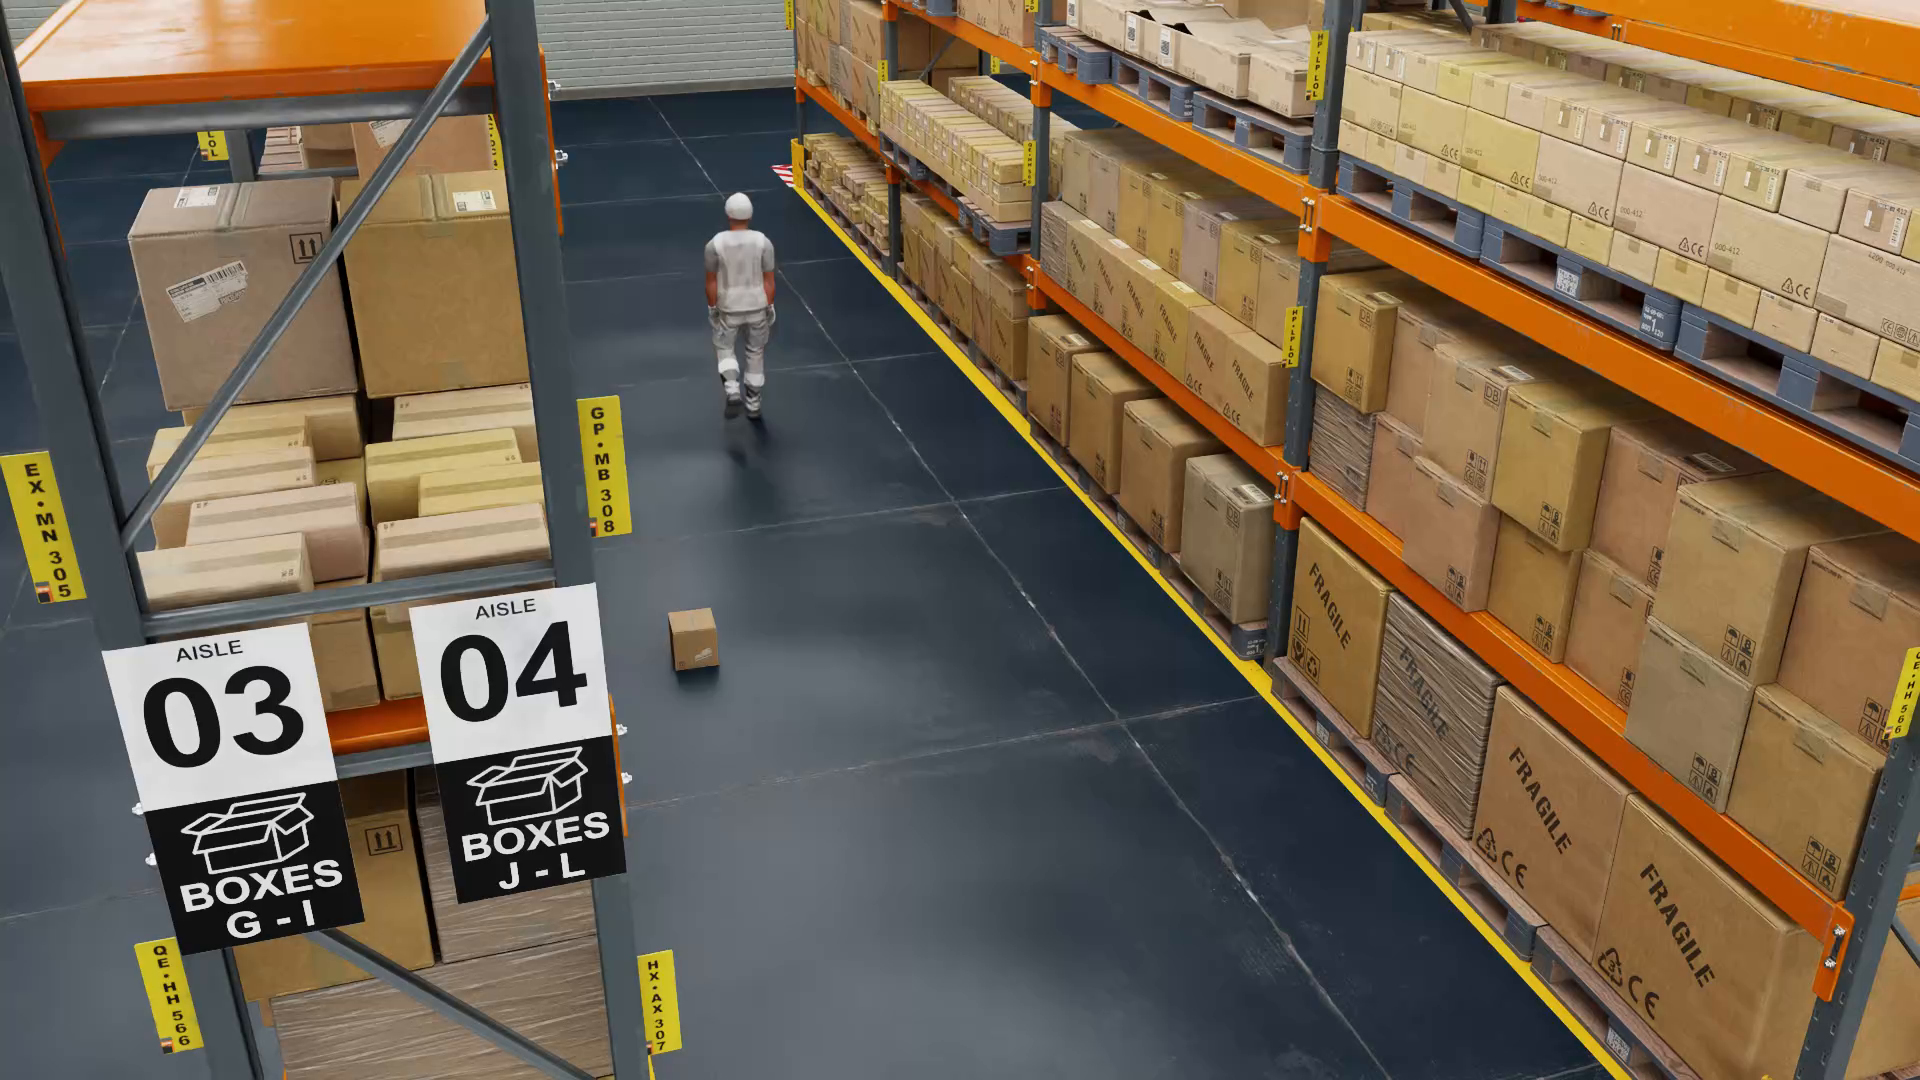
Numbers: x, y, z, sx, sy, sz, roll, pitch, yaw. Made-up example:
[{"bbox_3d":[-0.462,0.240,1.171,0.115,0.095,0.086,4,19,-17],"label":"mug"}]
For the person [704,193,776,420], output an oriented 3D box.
[{"bbox_3d":[-1.653,-1.750,12.610,0.529,1.781,0.586,-4,26,-9],"label":"person"}]
